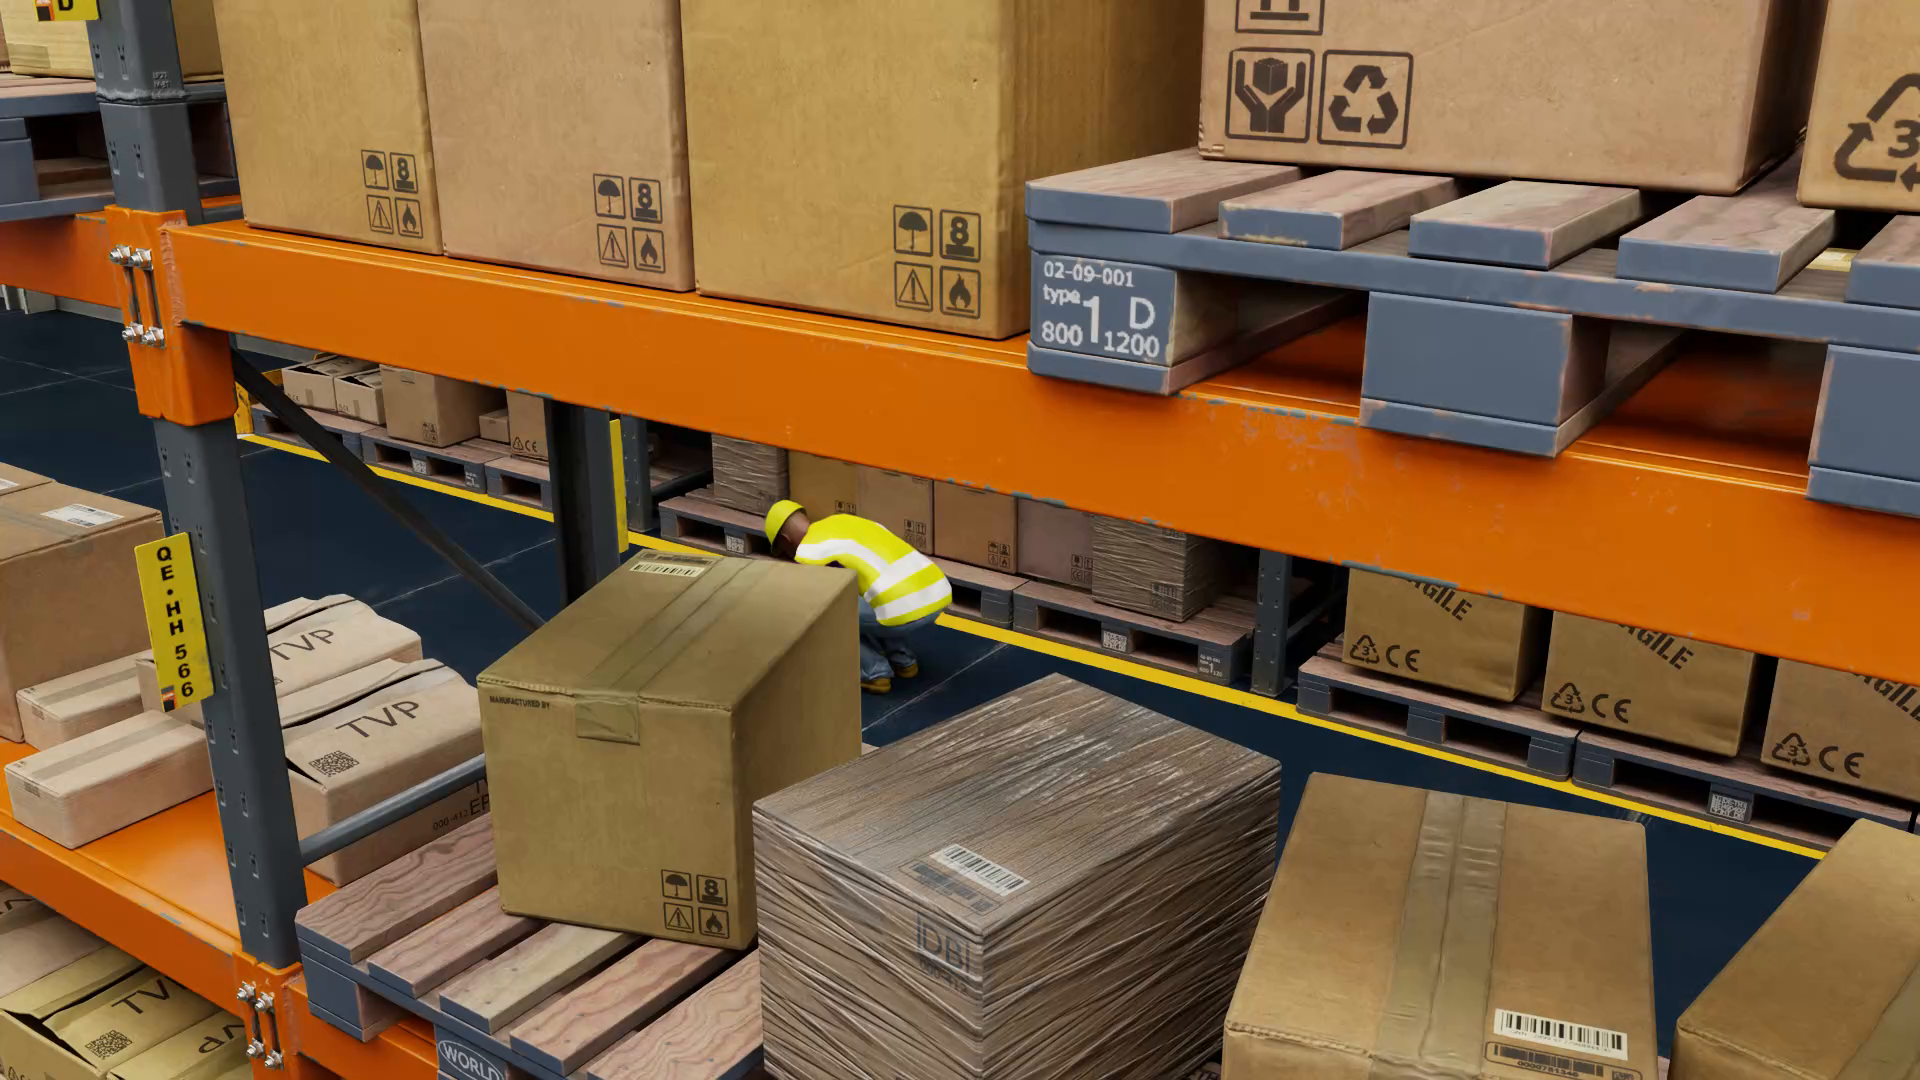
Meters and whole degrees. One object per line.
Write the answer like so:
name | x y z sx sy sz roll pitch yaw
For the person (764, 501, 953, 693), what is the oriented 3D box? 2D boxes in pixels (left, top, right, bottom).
person | -0.506 0.289 7.759 0.942 0.865 0.530 12 23 31
